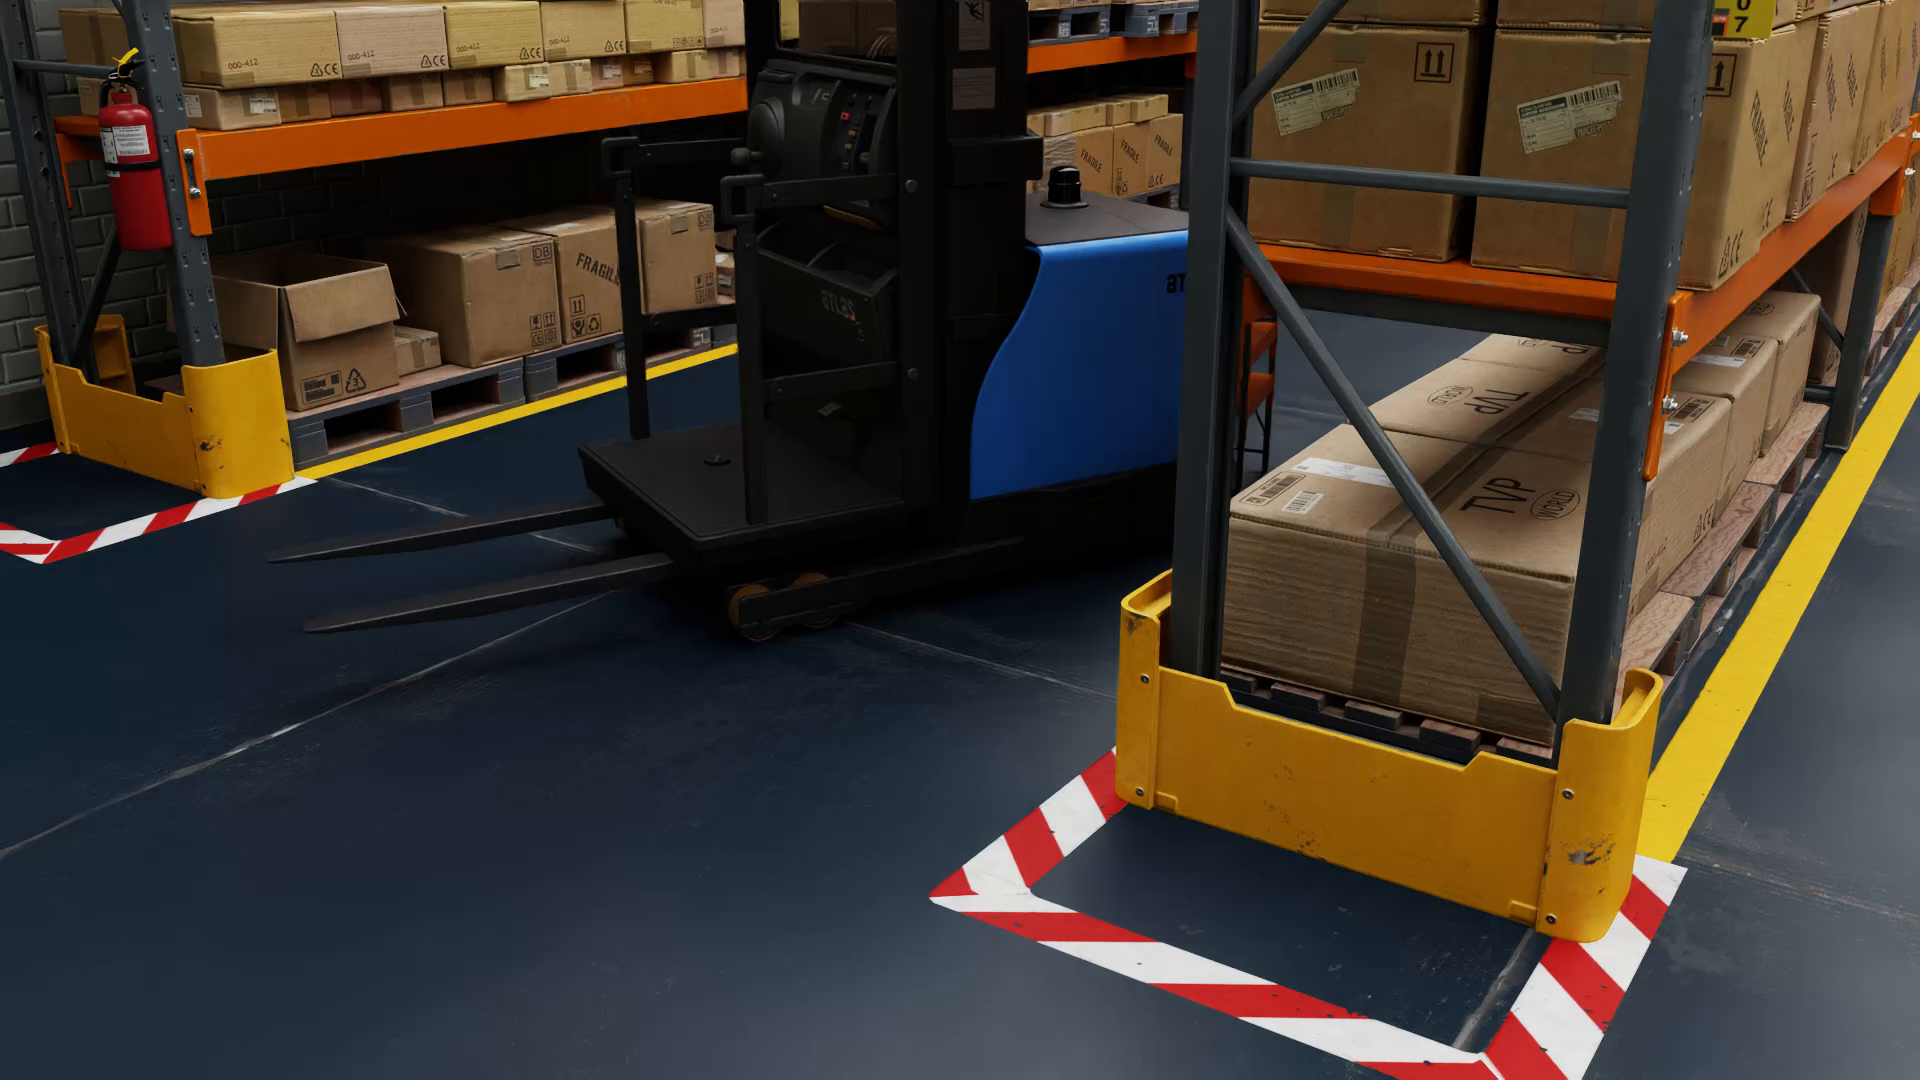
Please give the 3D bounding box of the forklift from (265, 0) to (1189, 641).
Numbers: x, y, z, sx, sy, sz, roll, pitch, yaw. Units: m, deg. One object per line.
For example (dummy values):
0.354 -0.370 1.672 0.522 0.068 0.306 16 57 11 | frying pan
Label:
-0.612 -1.282 5.006 3.031 2.935 1.130 -11 23 -28 | forklift

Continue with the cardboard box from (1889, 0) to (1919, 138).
3.147 -1.735 5.988 0.500 0.500 0.500 14 24 32 | cardboard box

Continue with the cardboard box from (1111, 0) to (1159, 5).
1.013 -3.747 11.181 0.500 0.250 0.500 12 23 29 | cardboard box

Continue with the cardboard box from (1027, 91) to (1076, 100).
0.616 -3.155 12.033 0.380 0.149 0.250 14 25 33 | cardboard box

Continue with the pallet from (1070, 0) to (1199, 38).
1.015 -3.688 11.687 1.213 0.211 1.003 13 24 32 | pallet

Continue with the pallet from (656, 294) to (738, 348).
-1.297 -1.333 9.066 1.003 0.211 1.213 13 24 32 | pallet

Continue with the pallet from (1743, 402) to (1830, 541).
2.704 -0.360 6.435 1.003 0.211 1.213 13 24 32 | pallet

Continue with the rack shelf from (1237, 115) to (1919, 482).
2.072 -0.960 5.073 1.077 0.370 4.000 13 24 32 | rack shelf

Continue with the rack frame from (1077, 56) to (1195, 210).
1.338 -3.986 12.217 1.000 3.000 0.127 13 24 32 | rack frame

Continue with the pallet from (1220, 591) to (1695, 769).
1.333 0.340 4.542 1.003 0.211 1.213 13 24 32 | pallet

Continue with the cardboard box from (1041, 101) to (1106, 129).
0.771 -2.905 11.358 0.380 0.149 0.250 14 25 33 | cardboard box

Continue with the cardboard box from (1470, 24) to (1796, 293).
1.455 -0.852 3.601 0.500 0.500 0.500 13 24 31 | cardboard box

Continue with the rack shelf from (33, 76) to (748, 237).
-2.035 -1.927 7.687 1.077 0.370 4.000 13 24 32 | rack shelf

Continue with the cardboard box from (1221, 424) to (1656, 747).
1.236 0.072 4.333 0.875 0.438 0.875 12 24 30 | cardboard box

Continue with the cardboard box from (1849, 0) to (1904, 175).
2.592 -1.439 5.188 0.500 0.500 0.500 13 24 31 | cardboard box

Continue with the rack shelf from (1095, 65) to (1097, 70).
2.462 -4.222 13.893 1.077 0.370 4.000 13 24 32 | rack shelf

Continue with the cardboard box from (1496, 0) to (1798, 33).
1.453 -1.321 3.428 0.500 0.500 0.500 13 24 31 | cardboard box

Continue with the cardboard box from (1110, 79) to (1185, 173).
1.700 -3.245 13.032 0.875 0.625 0.625 14 25 34 | cardboard box

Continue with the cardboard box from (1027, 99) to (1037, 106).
0.312 -3.008 11.636 0.380 0.149 0.250 12 23 29 | cardboard box

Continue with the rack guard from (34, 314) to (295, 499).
-3.116 -0.540 6.504 1.175 0.500 0.348 13 24 32 | rack guard

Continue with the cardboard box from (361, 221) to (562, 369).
-2.224 -1.110 7.439 0.700 0.500 0.500 14 25 34 | cardboard box

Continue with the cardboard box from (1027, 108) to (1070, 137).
0.501 -2.749 10.935 0.380 0.149 0.250 12 23 29 | cardboard box

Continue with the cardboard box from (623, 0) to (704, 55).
-1.556 -2.426 7.788 0.500 0.250 0.500 13 24 31 | cardboard box

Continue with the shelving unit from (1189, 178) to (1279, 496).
0.995 -0.760 6.091 0.258 1.200 0.503 8 22 20 | shelving unit

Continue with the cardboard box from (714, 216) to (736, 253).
-1.477 -1.631 9.120 0.500 0.311 0.500 14 25 34 | cardboard box

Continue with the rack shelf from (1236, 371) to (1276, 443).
0.995 -0.511 6.184 0.258 0.148 0.480 8 22 20 | rack shelf

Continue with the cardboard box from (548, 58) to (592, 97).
-1.851 -2.053 7.353 0.380 0.149 0.250 14 24 33 | cardboard box

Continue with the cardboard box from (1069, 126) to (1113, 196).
0.696 -2.555 11.346 0.500 0.500 0.500 15 25 34 | cardboard box

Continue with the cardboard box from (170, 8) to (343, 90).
-2.681 -1.837 6.196 0.500 0.250 0.500 13 24 32 | cardboard box

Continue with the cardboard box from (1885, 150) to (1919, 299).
4.483 -1.782 8.717 0.875 0.875 0.875 14 24 32 | cardboard box

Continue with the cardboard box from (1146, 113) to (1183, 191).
1.278 -2.847 12.136 0.500 0.500 0.500 14 25 33 | cardboard box

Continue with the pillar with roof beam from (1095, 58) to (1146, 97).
4.886 -6.510 10.393 9.100 9.000 0.400 13 24 32 | pillar with roof beam

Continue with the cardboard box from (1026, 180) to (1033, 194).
0.123 -2.255 10.534 0.500 0.500 0.500 12 24 30 | cardboard box

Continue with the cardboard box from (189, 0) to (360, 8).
-2.829 -2.091 6.882 0.500 0.250 0.500 13 24 32 | cardboard box

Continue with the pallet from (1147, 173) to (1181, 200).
1.833 -2.907 13.318 1.003 0.211 1.213 13 24 32 | pallet

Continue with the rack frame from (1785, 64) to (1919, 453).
3.197 -1.871 6.500 1.000 3.000 0.127 13 24 32 | rack frame

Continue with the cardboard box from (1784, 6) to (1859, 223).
2.017 -1.145 4.393 0.500 0.500 0.500 13 24 32 | cardboard box

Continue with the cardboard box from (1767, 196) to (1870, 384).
3.479 -1.265 7.319 0.875 0.875 0.875 14 25 33 | cardboard box

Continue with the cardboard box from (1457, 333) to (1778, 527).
2.252 -0.450 5.746 0.875 0.438 0.875 12 24 30 | cardboard box

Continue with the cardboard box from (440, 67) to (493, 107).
-2.186 -1.915 6.982 0.380 0.149 0.250 14 24 33 | cardboard box

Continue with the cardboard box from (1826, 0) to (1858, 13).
2.021 -1.620 4.236 0.500 0.500 0.500 13 24 31 | cardboard box

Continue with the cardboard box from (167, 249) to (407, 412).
-2.737 -0.874 6.796 0.797 0.503 0.637 12 24 30 | cardboard box

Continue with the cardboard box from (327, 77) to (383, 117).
-2.524 -1.778 6.609 0.380 0.149 0.250 13 24 31 | cardboard box

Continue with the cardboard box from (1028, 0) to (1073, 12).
0.279 -3.551 10.291 0.700 0.500 0.500 13 24 32 | cardboard box

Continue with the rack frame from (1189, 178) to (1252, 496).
0.906 -0.682 5.878 0.240 1.200 0.015 8 22 20 | rack frame

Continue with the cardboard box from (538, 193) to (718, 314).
-1.641 -1.408 8.244 0.700 0.500 0.500 12 24 30 | cardboard box

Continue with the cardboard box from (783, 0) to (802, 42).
-0.995 -2.714 8.565 0.500 0.250 0.500 14 24 33 | cardboard box

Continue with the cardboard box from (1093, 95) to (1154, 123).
1.142 -3.039 11.720 0.380 0.149 0.250 12 23 29 | cardboard box

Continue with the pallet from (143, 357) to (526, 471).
-2.669 -0.633 7.173 1.003 0.211 1.213 13 24 32 | pallet

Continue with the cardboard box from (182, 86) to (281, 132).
-2.747 -1.613 6.165 0.380 0.149 0.250 13 24 31 | cardboard box

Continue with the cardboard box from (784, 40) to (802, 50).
-1.009 -2.501 8.564 0.380 0.149 0.250 14 25 33 | cardboard box

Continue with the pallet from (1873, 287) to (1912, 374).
4.253 -1.151 8.572 1.003 0.211 1.213 13 24 32 | pallet

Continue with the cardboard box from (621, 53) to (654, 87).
-1.663 -2.220 7.806 0.380 0.149 0.250 14 24 33 | cardboard box

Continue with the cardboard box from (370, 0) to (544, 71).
-2.116 -2.128 6.982 0.500 0.250 0.500 13 24 31 | cardboard box

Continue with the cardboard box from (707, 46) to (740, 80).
-1.305 -2.351 8.160 0.380 0.149 0.250 14 24 33 | cardboard box

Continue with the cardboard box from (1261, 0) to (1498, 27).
1.022 -1.424 3.706 0.500 0.500 0.500 14 25 34 | cardboard box
